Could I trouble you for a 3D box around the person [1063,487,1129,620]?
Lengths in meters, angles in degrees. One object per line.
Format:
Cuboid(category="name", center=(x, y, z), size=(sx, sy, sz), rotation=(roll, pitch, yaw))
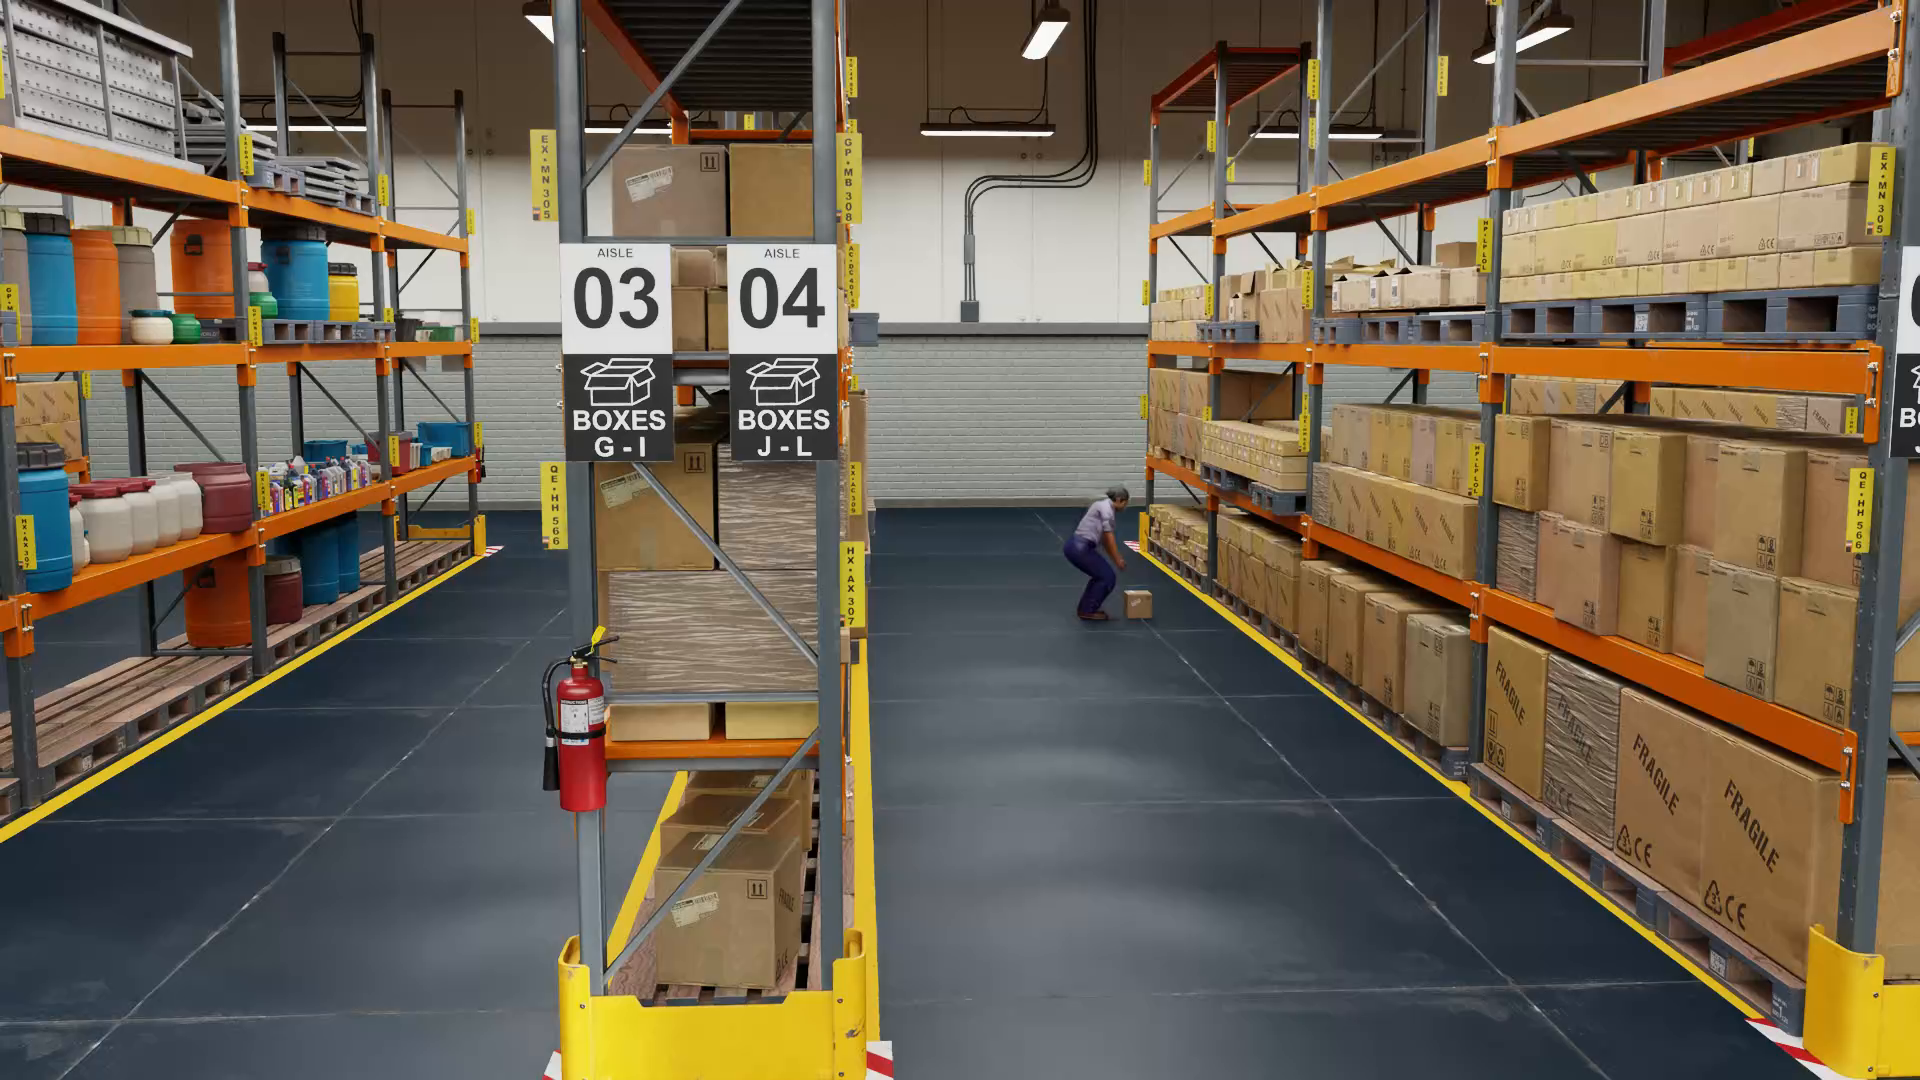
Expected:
Cuboid(category="person", center=(1.397, 0.129, 17.062), size=(0.673, 1.340, 0.536), rotation=(0, 7, -4))
